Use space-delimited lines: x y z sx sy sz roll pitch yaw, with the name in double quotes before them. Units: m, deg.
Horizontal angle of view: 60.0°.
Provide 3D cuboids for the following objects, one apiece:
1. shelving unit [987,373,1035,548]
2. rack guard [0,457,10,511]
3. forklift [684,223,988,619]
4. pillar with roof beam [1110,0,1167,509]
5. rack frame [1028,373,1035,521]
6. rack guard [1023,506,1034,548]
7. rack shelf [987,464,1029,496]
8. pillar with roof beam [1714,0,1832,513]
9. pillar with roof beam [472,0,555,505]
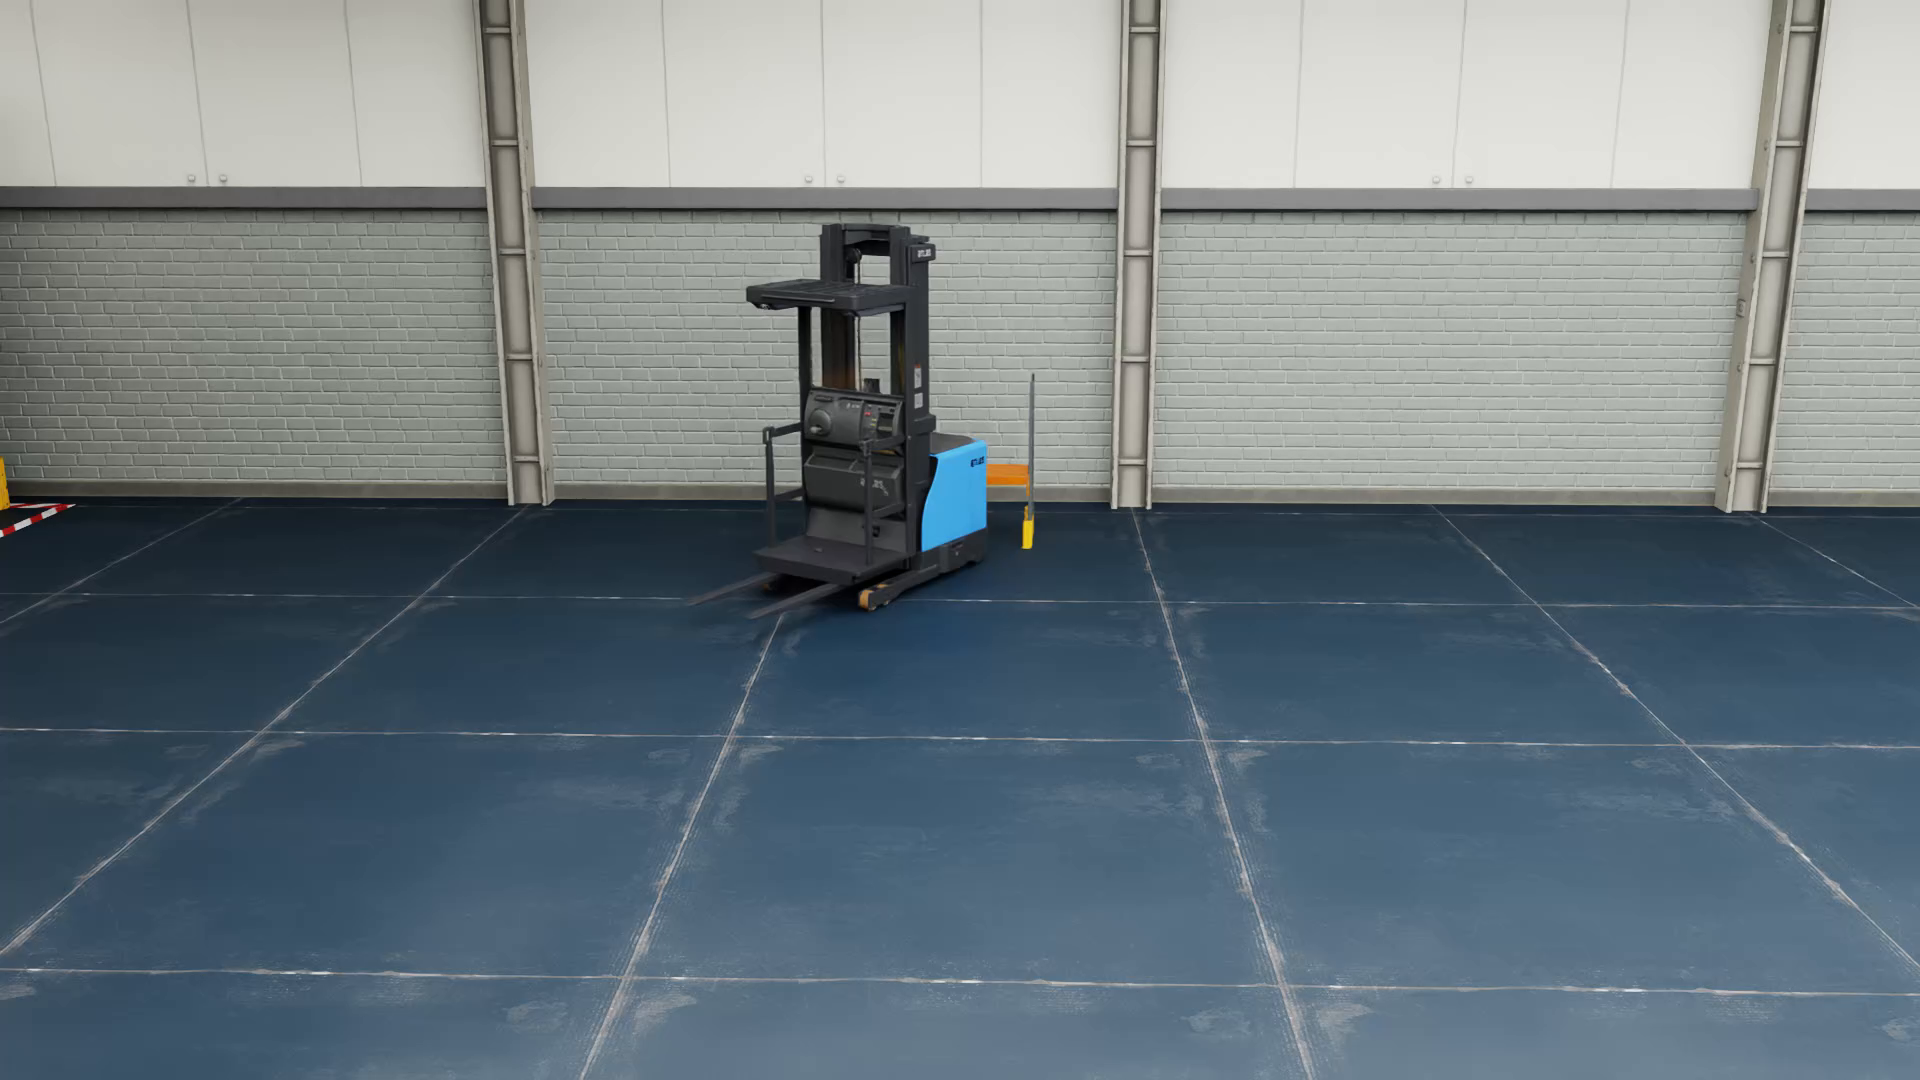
"shelving unit" 0.131 -0.736 15.101 1.083 1.500 0.587 1 15 4
"rack guard" -9.602 -0.432 15.909 0.348 0.500 1.175 0 15 1
"forklift" -0.980 -0.995 13.277 1.130 2.935 3.031 9 17 32
"pillar with roof beam" 1.587 -3.600 11.256 0.400 9.000 9.100 0 15 1
"rack frame" 0.647 -0.726 15.062 0.032 1.500 0.500 1 15 4
"rack guard" 0.627 -0.122 15.223 0.087 0.250 0.587 1 15 4
"rack shelf" 0.140 -0.562 15.146 1.000 0.185 0.538 1 15 4
"pillar with roof beam" 7.585 -3.561 11.108 0.400 9.000 9.100 0 15 1
"pillar with roof beam" -4.411 -3.639 11.405 0.400 9.000 9.100 0 15 1
